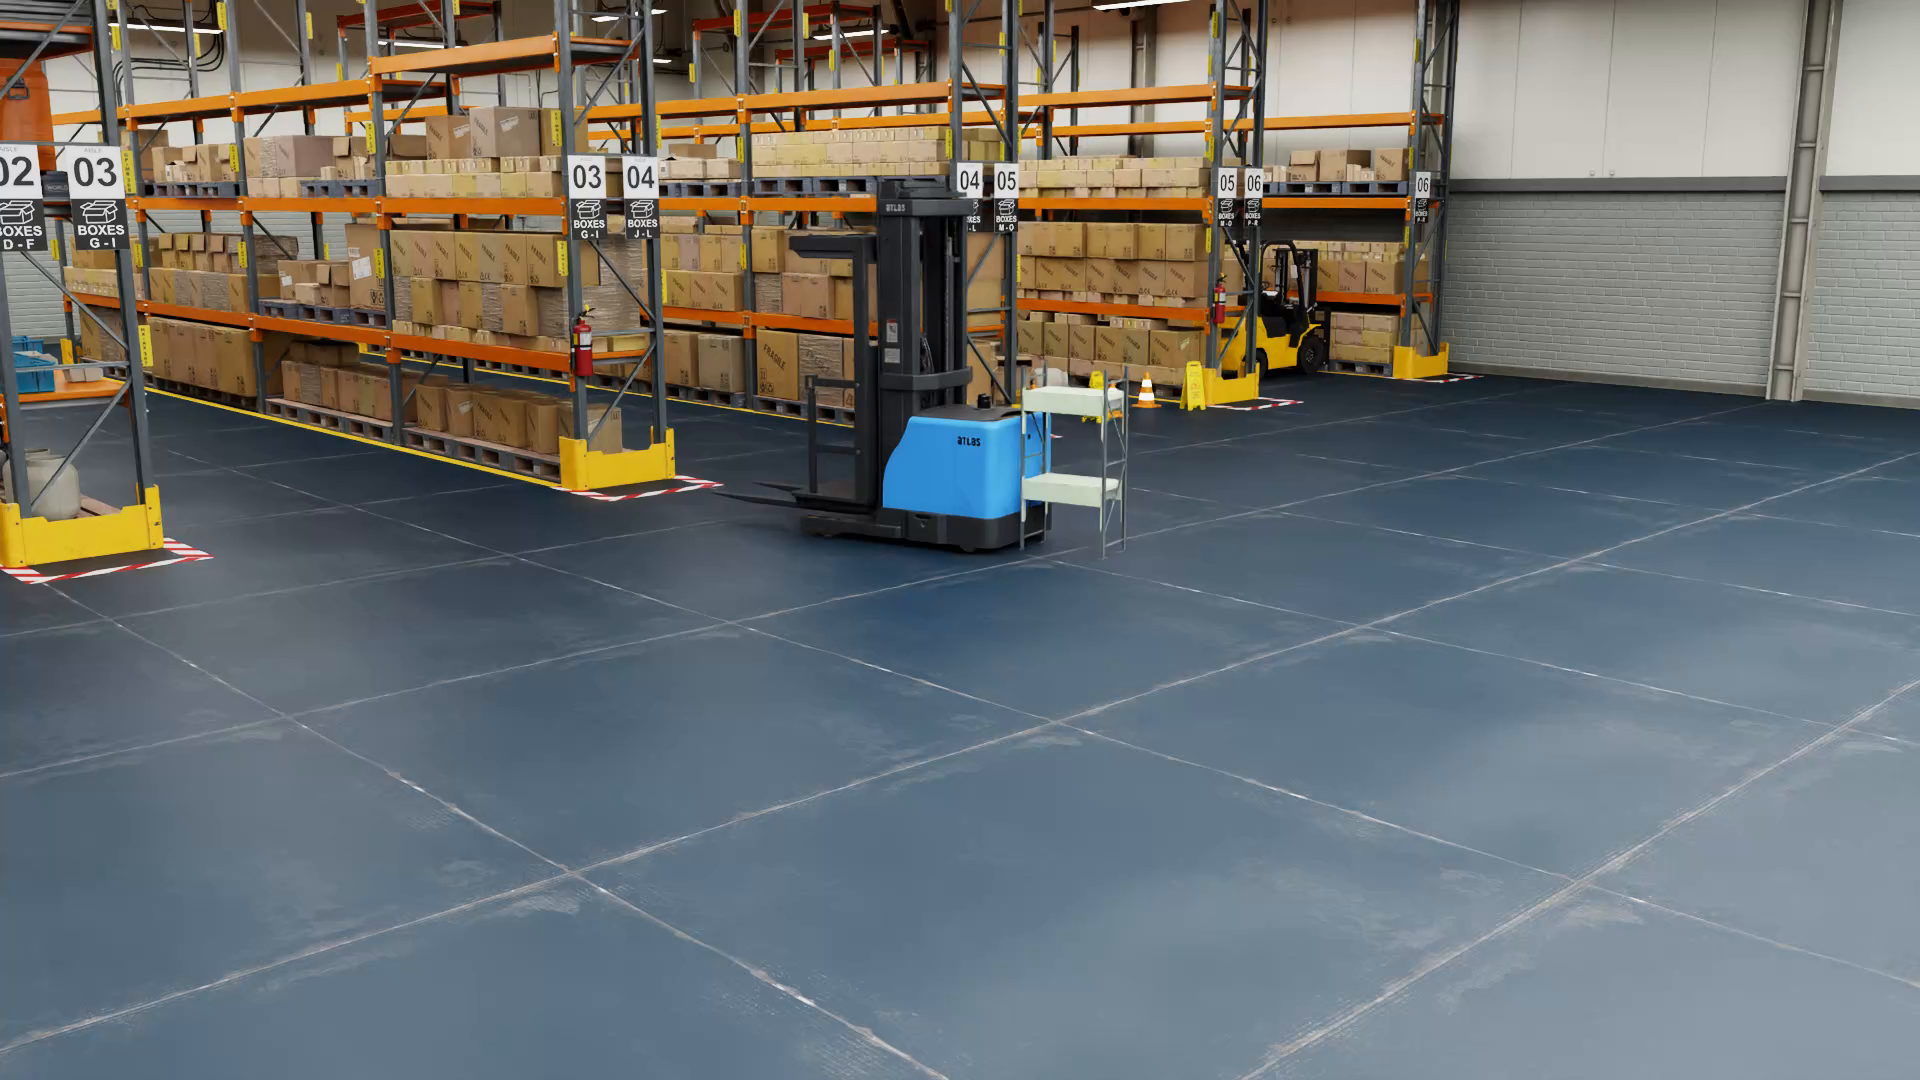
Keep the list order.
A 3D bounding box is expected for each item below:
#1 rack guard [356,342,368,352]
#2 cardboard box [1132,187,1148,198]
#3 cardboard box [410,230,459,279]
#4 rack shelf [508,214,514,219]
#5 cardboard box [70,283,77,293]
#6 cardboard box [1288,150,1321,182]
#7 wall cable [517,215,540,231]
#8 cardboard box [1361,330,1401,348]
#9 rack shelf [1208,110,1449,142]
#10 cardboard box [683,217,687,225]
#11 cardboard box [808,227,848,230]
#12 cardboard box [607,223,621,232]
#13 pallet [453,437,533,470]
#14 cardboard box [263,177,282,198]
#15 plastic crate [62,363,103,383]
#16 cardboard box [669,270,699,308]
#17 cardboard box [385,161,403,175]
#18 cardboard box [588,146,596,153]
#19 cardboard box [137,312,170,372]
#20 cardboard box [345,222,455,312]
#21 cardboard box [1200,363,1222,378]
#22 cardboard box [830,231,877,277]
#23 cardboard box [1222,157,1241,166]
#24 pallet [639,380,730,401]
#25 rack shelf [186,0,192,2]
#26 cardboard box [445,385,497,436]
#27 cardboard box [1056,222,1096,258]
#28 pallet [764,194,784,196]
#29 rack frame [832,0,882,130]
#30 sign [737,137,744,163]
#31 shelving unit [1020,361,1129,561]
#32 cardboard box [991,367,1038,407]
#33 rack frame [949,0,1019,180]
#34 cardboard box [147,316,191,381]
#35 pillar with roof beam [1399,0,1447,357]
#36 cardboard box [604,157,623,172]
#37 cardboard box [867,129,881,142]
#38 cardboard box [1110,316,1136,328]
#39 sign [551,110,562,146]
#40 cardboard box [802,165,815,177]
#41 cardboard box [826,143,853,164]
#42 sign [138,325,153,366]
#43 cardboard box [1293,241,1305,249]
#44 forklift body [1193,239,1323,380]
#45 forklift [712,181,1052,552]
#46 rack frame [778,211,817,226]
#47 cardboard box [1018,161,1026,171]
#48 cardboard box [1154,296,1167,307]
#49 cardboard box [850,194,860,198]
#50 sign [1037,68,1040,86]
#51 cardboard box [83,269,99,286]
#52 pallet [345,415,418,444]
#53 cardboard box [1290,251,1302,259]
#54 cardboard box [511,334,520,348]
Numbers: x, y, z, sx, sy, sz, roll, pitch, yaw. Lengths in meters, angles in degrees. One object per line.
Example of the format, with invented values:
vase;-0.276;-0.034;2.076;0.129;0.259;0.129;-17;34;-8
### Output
rack guard;-10.716;-3.817;31.197;1.175;0.500;0.348;-11;16;-43
cardboard box;2.655;-4.932;23.605;0.380;0.149;0.250;-11;16;-43
cardboard box;-5.665;-3.135;18.230;0.500;0.500;0.500;-11;16;-43
rack shelf;-6.625;-5.293;26.518;1.077;0.370;4.000;-11;16;-43
cardboard box;-14.241;-4.117;27.085;0.380;0.149;0.250;-11;16;-43
cardboard box;5.885;-6.173;27.461;0.797;0.503;0.637;-10;15;-41
wall cable;-10.151;-7.273;39.262;0.588;1.984;0.122;-11;16;-43
cardboard box;6.816;-3.245;26.762;0.500;0.250;0.500;-11;16;-43
rack shelf;5.998;-6.796;27.369;1.077;0.370;4.000;-11;16;-43
cardboard box;-5.042;-6.083;31.672;0.380;0.149;0.250;-10;16;-41
cardboard box;-2.280;-5.167;28.830;0.500;0.500;0.500;11;16;44
cardboard box;-6.771;-6.111;33.414;0.500;0.500;0.500;11;16;44
pallet;-4.802;-0.987;18.180;1.003;0.211;1.213;-11;16;-43
cardboard box;-8.406;-4.425;20.892;0.500;0.250;0.500;-10;16;-41
plastic crate;-7.344;-1.397;13.910;0.298;0.136;0.250;-11;16;-43
cardboard box;-3.733;-3.536;23.393;0.500;0.500;0.500;-11;16;-42
cardboard box;-6.137;-4.125;18.449;0.250;0.149;0.380;11;16;44
cardboard box;-5.711;-5.800;25.053;0.396;0.266;0.258;-11;16;-43
cardboard box;-12.061;-3.064;25.576;0.875;0.875;0.875;-11;16;-43
cardboard box;-6.586;-3.259;19.770;1.000;1.000;1.000;-11;16;-42
cardboard box;3.434;-2.437;24.078;0.500;0.250;0.500;-11;16;-43
cardboard box;-1.142;-3.606;20.933;0.875;0.550;0.500;-11;16;-43
cardboard box;3.693;-5.238;23.116;0.380;0.149;0.250;-11;16;-43
pallet;-3.915;-2.215;24.140;1.003;0.211;1.213;-11;16;-43
rack shelf;-10.282;-7.714;22.597;1.077;0.370;4.000;-11;16;-43
cardboard box;-5.490;-1.459;18.714;0.500;0.500;0.500;-5;13;-25
cardboard box;1.840;-4.440;24.568;0.700;0.500;0.500;-11;16;-44
pallet;-3.827;-6.421;30.686;1.217;0.209;0.805;11;16;43
rack frame;-1.733;-7.527;28.146;1.000;3.000;0.127;-11;16;-43
sign;-2.867;-5.100;21.738;0.100;0.325;0.005;-11;16;-43
shelving unit;0.911;-0.646;13.328;0.755;1.500;0.431;7;14;31
cardboard box;0.747;-2.102;22.868;0.637;0.503;0.797;1;12;6
rack frame;0.281;-5.655;19.059;1.000;3.000;0.127;-11;16;-43
cardboard box;-11.207;-2.866;24.614;1.225;0.875;0.875;-11;16;-42
pillar with roof beam;4.436;-6.679;24.030;9.100;9.000;0.400;-11;16;-43
cardboard box;-3.399;-3.704;16.405;0.380;0.149;0.250;-11;16;-43
cardboard box;-0.897;-4.858;19.983;0.380;0.149;0.250;-11;16;-42
cardboard box;2.395;-3.166;24.152;0.380;0.149;0.250;-10;15;-40
sign;-3.791;-3.869;15.628;0.100;0.325;0.005;-11;16;-43
cardboard box;-1.772;-4.653;20.961;0.380;0.149;0.250;-11;16;-43
cardboard box;-1.298;-4.766;20.521;0.500;0.250;0.500;-11;16;-42
sign;-6.558;-1.562;13.373;0.100;0.325;0.005;-11;16;-43
cardboard box;5.754;-4.911;27.722;0.380;0.149;0.250;-11;16;-42
forklift body;4.750;-3.720;26.639;2.313;2.155;1.214;-11;16;-43
forklift;-0.753;-1.537;14.109;3.031;2.935;1.130;7;14;31
rack frame;-3.671;-6.449;37.778;1.000;3.000;0.127;-11;16;-43
cardboard box;1.010;-5.650;25.116;0.380;0.149;0.250;-11;16;-44
cardboard box;2.962;-3.385;23.531;0.380;0.149;0.250;-11;16;-44
cardboard box;-1.639;-5.865;28.136;0.380;0.149;0.250;-11;16;-43
sign;1.468;-8.639;31.030;0.100;0.325;0.005;-11;16;-43
cardboard box;-13.581;-4.191;26.456;0.500;0.250;0.500;11;16;43
pallet;-6.677;-1.372;20.047;1.003;0.211;1.213;-11;16;-43
cardboard box;5.700;-4.752;27.690;0.380;0.149;0.250;-11;16;-44
cardboard box;-4.409;-2.077;17.182;0.380;0.149;0.250;-11;16;-43
